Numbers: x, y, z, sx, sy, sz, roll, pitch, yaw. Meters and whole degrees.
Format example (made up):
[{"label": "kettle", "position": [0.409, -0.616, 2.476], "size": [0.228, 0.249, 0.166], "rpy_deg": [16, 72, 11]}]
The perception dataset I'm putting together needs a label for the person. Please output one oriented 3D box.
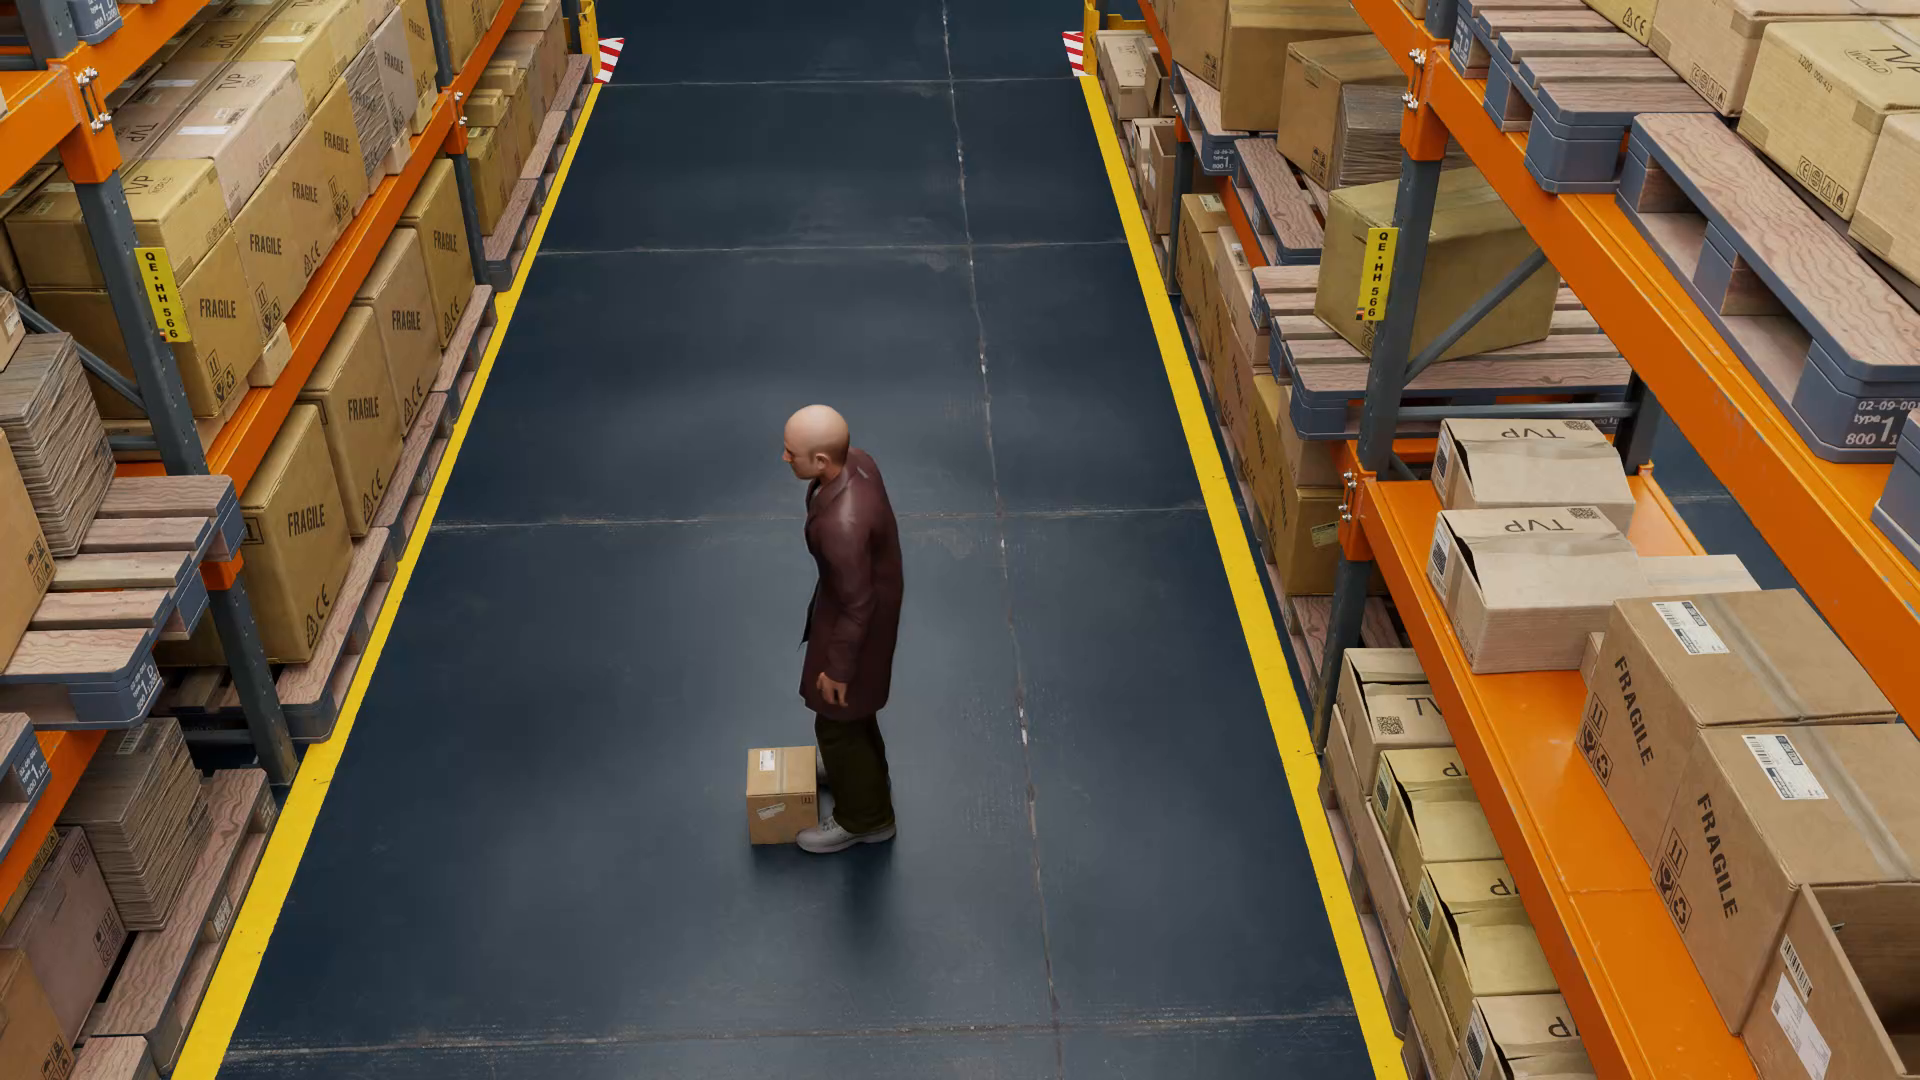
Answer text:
[{"label": "person", "position": [-0.403, 0.301, 5.725], "size": [0.427, 1.773, 0.641], "rpy_deg": [-2, 35, -2]}]
